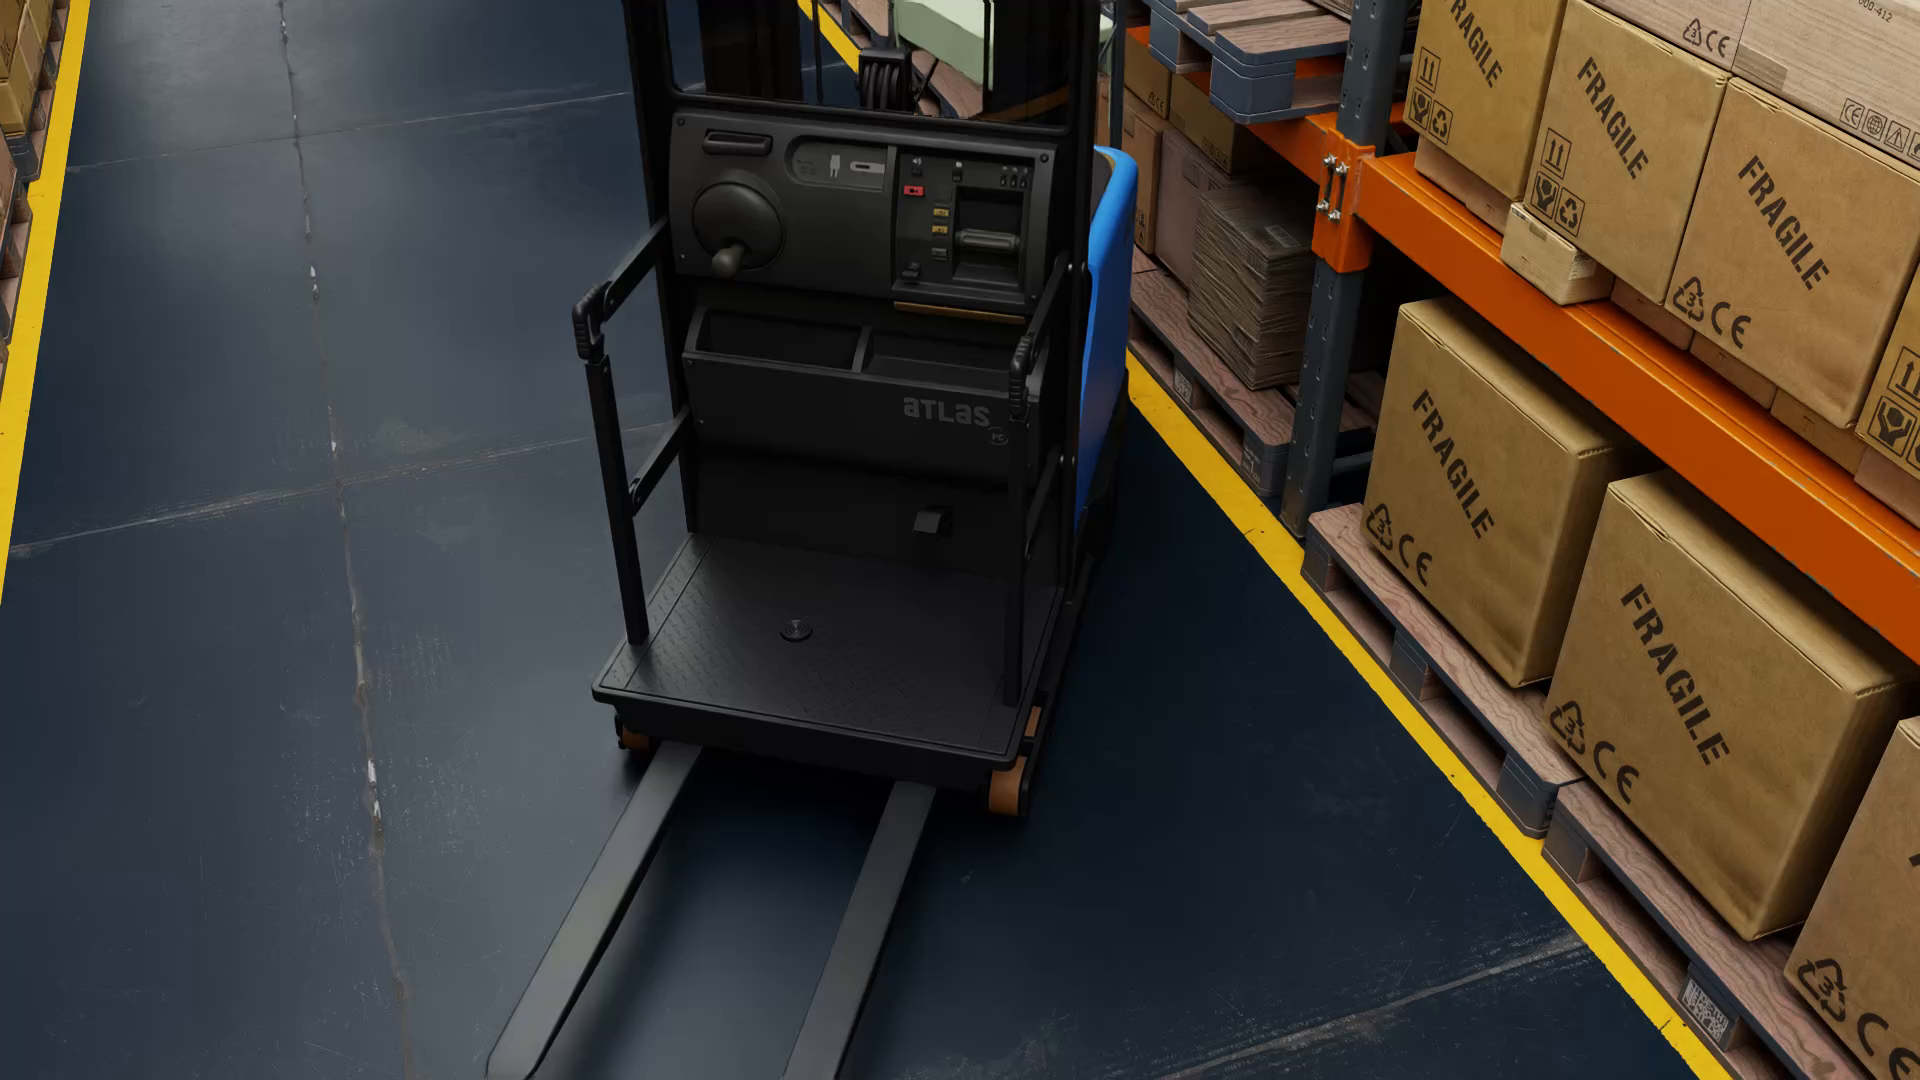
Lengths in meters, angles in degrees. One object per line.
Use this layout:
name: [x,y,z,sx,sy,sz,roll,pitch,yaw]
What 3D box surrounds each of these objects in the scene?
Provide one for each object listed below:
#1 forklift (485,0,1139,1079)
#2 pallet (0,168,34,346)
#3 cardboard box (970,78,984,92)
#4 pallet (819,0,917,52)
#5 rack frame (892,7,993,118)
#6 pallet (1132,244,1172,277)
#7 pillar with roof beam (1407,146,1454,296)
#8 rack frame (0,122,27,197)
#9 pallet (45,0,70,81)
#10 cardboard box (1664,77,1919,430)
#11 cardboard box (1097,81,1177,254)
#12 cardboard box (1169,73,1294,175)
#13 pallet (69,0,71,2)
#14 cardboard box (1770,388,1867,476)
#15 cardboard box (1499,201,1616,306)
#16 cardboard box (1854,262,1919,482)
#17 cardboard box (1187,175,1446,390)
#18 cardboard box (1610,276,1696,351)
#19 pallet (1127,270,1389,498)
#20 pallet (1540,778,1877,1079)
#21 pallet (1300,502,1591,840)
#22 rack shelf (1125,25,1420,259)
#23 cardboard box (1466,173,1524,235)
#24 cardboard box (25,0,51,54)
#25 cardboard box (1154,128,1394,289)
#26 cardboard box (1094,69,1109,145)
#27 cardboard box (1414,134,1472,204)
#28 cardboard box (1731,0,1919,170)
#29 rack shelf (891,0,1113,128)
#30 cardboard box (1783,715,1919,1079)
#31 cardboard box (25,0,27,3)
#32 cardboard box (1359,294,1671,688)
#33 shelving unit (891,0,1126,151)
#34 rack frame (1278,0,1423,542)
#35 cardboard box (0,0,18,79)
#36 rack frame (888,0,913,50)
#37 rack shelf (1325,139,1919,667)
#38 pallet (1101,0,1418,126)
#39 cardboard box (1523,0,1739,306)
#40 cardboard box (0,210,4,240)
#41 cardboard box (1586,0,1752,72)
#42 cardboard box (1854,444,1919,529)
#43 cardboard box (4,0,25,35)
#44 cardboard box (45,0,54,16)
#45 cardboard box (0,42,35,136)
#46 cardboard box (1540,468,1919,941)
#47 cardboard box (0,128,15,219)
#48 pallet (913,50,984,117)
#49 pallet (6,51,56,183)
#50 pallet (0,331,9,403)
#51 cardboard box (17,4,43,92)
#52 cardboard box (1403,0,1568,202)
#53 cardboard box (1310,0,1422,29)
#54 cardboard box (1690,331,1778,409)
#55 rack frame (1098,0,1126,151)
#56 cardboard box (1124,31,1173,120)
forklift: [-0.290,-0.711,3.758,1.130,2.935,3.031,8,38,11]
pallet: [-4.223,-1.042,6.457,1.003,0.211,1.213,-12,39,-16]
cardboard box: [0.406,-2.356,7.597,0.700,0.500,0.500,-11,38,-14]
pallet: [-0.128,-2.849,8.858,1.003,0.211,1.213,-12,39,-16]
rack frame: [-0.037,-1.486,5.932,0.400,1.500,0.023,-24,44,-24]
pallet: [0.830,-1.348,6.864,1.003,0.211,1.213,-12,39,-16]
pillar with roof beam: [-2.164,-3.750,2.749,9.100,9.000,0.400,-12,39,-16]
rack frame: [-4.513,-2.563,6.160,1.000,3.000,0.127,-12,39,-16]
pallet: [-5.171,-2.598,8.524,1.003,0.211,1.213,-12,39,-16]
cardboard box: [1.781,-0.593,3.197,0.500,0.500,0.500,-13,39,-16]
cardboard box: [0.951,-1.495,6.453,0.700,0.500,0.500,-13,39,-16]
cardboard box: [1.079,-1.539,5.889,0.500,0.250,0.500,-12,39,-15]
pallet: [-5.587,-3.286,9.437,1.003,0.211,1.213,-12,39,-16]
cardboard box: [1.878,-0.284,3.326,0.380,0.149,0.250,-12,39,-15]
cardboard box: [1.500,-0.693,3.870,0.380,0.149,0.250,-11,38,-15]
cardboard box: [1.968,-0.300,2.808,0.500,0.500,0.500,-11,38,-15]
cardboard box: [1.216,-0.905,5.670,0.700,0.500,0.500,-12,39,-15]
cardboard box: [1.702,-0.577,3.715,0.380,0.149,0.250,-13,39,-16]
pallet: [1.246,-0.660,5.950,1.003,0.211,1.213,-12,39,-16]
pallet: [2.130,0.931,3.838,1.003,0.211,1.213,-12,39,-16]
pallet: [1.714,0.243,4.752,1.003,0.211,1.213,-12,39,-16]
rack shelf: [0.825,-2.174,6.241,1.077,0.370,4.000,-12,39,-16]
cardboard box: [1.488,-0.861,4.092,0.380,0.149,0.250,-12,39,-15]
cardboard box: [-4.723,-2.525,8.045,0.500,0.250,0.500,-12,39,-16]
cardboard box: [1.148,-1.220,6.088,0.700,0.500,0.500,-13,39,-16]
cardboard box: [0.768,-1.778,6.829,0.700,0.500,0.500,-12,39,-15]
cardboard box: [1.409,-1.005,4.284,0.380,0.149,0.250,-13,39,-17]
cardboard box: [1.789,-0.903,2.985,0.500,0.250,0.500,-12,39,-16]
rack shelf: [0.148,-1.596,5.443,0.431,0.370,0.720,-24,44,-24]
cardboard box: [2.235,0.777,3.163,0.750,0.750,0.750,-11,38,-15]
cardboard box: [-4.723,-2.824,7.819,0.500,0.500,0.500,-12,39,-16]
cardboard box: [1.643,-0.198,4.458,0.750,0.750,0.750,-13,39,-17]
shelving unit: [0.161,-1.295,5.691,0.431,1.500,0.755,-24,44,-24]
rack frame: [1.513,-1.332,4.525,1.000,3.000,0.127,-12,39,-16]
cardboard box: [-4.379,-2.259,7.069,0.500,0.500,0.500,-12,39,-16]
rack frame: [0.137,-3.591,7.525,1.000,3.000,0.127,-12,39,-16]
rack shelf: [2.201,0.086,3.241,1.077,0.370,4.000,-12,39,-16]
pallet: [1.168,-1.635,5.088,1.213,0.211,1.003,-12,39,-16]
cardboard box: [1.612,-0.873,3.569,0.500,0.500,0.500,-11,38,-14]
cardboard box: [-3.926,-1.173,6.250,0.500,0.250,0.500,-13,39,-17]
cardboard box: [1.613,-1.185,3.359,0.500,0.250,0.500,-13,39,-17]
cardboard box: [1.947,-0.141,3.136,0.380,0.149,0.250,-12,39,-16]
cardboard box: [-4.558,-2.540,7.442,0.500,0.500,0.500,-12,39,-16]
cardboard box: [-4.900,-2.806,8.418,0.500,0.250,0.500,-12,39,-16]
cardboard box: [-4.388,-1.958,7.292,0.500,0.250,0.500,-12,39,-16]
cardboard box: [1.939,0.298,3.799,0.750,0.750,0.750,-13,39,-16]
cardboard box: [-4.098,-1.459,6.630,0.500,0.250,0.500,-13,39,-16]
pallet: [0.406,-2.038,7.780,1.003,0.211,1.213,-12,39,-16]
pallet: [-4.747,-1.908,7.607,1.003,0.211,1.213,-12,39,-16]
pallet: [-3.799,-0.351,5.541,1.003,0.211,1.213,-12,39,-16]
cardboard box: [-4.555,-2.241,7.669,0.500,0.250,0.500,-12,39,-16]
cardboard box: [1.440,-1.171,3.964,0.500,0.500,0.500,-11,38,-15]
cardboard box: [1.342,-1.811,4.712,0.700,0.500,0.500,-17,40,-21]
cardboard box: [1.799,-0.432,3.523,0.380,0.149,0.250,-12,39,-15]
rack frame: [0.359,-1.104,5.449,0.400,1.500,0.023,-24,44,-24]
cardboard box: [0.897,-1.829,6.273,0.500,0.250,0.500,-13,39,-16]
